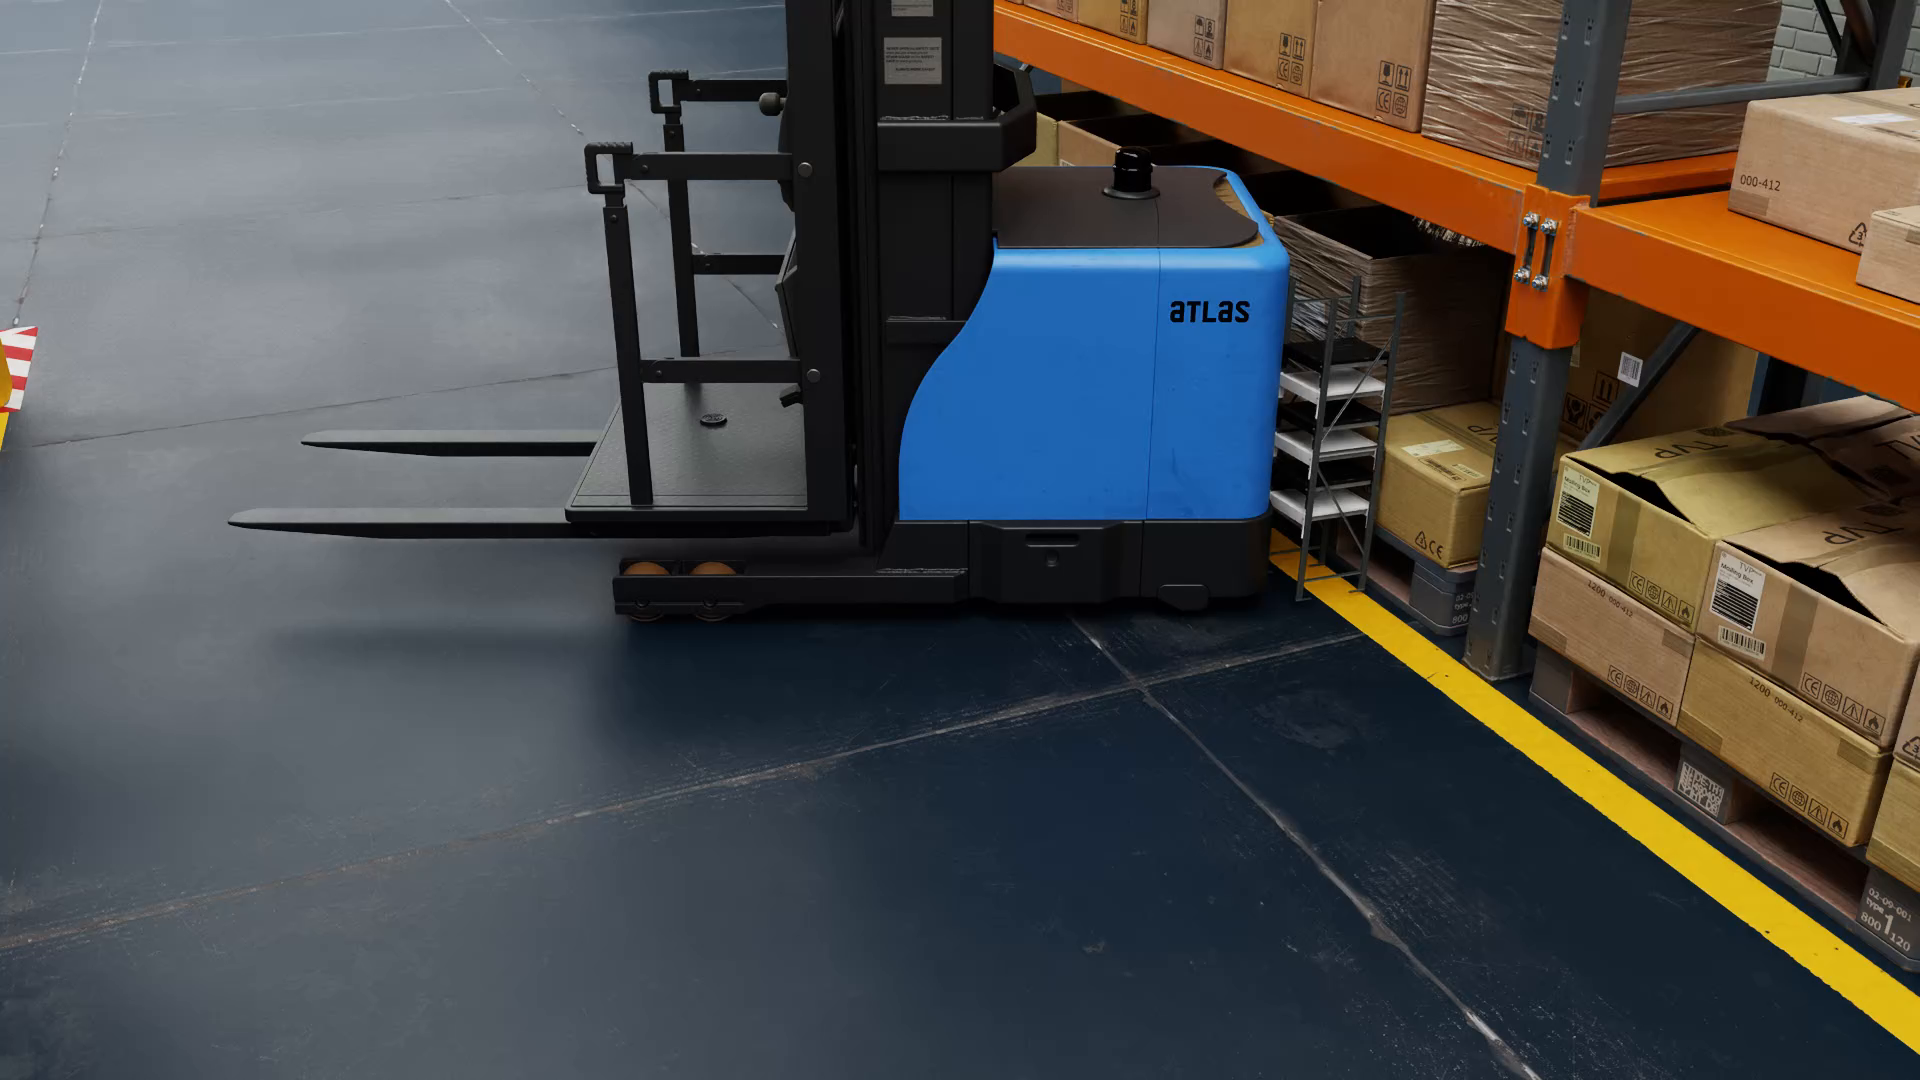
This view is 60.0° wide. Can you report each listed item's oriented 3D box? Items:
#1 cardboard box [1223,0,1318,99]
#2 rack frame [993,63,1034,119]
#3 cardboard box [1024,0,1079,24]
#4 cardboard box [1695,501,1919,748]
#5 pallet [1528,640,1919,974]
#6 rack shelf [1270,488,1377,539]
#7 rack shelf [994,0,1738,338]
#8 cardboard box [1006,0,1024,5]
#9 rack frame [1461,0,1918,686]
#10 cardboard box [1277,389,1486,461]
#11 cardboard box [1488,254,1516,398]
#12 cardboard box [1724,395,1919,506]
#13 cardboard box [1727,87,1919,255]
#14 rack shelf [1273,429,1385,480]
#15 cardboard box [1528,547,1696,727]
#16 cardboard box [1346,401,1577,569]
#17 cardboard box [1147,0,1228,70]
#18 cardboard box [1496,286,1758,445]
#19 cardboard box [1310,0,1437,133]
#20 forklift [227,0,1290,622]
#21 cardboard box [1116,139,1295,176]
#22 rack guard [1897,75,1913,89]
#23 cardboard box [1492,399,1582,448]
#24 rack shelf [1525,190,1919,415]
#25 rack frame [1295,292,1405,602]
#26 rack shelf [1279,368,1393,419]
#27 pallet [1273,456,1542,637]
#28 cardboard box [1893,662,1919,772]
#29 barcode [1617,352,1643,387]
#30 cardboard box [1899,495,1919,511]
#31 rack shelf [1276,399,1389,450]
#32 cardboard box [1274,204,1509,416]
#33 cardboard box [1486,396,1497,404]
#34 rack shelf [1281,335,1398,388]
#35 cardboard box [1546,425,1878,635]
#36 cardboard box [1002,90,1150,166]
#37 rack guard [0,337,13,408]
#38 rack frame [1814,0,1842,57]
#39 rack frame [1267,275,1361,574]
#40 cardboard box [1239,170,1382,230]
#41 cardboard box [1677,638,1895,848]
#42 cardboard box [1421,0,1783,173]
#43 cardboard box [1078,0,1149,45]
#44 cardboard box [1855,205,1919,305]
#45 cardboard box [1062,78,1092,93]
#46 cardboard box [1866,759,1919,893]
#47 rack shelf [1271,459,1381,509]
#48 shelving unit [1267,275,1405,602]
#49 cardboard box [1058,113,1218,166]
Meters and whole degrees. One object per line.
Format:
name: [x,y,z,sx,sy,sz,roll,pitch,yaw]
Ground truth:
cardboard box: [1.272,-1.707,5.214,0.700,0.500,0.500,-10,28,-20]
rack frame: [0.290,-2.684,7.328,1.000,3.000,0.127,-11,28,-21]
cardboard box: [0.671,-2.327,6.483,0.700,0.500,0.500,-10,28,-19]
cardboard box: [1.980,0.138,3.564,0.500,0.311,0.500,-11,28,-21]
pallet: [2.181,0.475,4.037,1.003,0.211,1.213,-11,28,-21]
rack shelf: [1.051,-0.091,4.868,0.258,0.077,0.200,-8,25,-22]
rack shelf: [1.073,-1.553,5.833,1.077,0.370,4.000,-11,28,-21]
cardboard box: [0.461,-2.538,6.916,0.700,0.500,0.500,-11,28,-21]
rack frame: [1.857,-1.069,4.021,1.000,3.000,0.127,-11,28,-21]
cardboard box: [1.287,-0.376,5.256,0.500,0.250,0.500,-11,28,-21]
cardboard box: [1.760,-0.801,5.272,0.500,0.500,0.500,-11,28,-21]
cardboard box: [2.279,-0.160,4.175,0.500,0.311,0.500,-11,28,-21]
cardboard box: [2.090,-0.811,3.662,0.500,0.250,0.500,-9,27,-17]
rack shelf: [1.057,-0.257,4.798,0.258,0.077,0.200,-8,25,-22]
cardboard box: [1.787,0.183,4.111,0.500,0.250,0.500,-11,28,-22]
cardboard box: [1.474,-0.172,4.839,0.500,0.250,0.500,-11,28,-21]
cardboard box: [1.070,-1.914,5.637,0.700,0.500,0.500,-10,28,-19]
cardboard box: [1.963,-0.600,4.861,0.500,0.500,0.500,-11,28,-21]
cardboard box: [1.465,-1.504,4.798,0.700,0.500,0.500,-11,28,-21]
forklift: [-0.625,-1.316,4.605,3.031,2.935,1.130,0,26,0]
cardboard box: [0.880,-1.113,5.912,0.500,0.500,0.500,-11,28,-21]
rack guard: [4.876,-2.383,9.560,1.175,0.500,0.348,-11,28,-21]
cardboard box: [1.954,-0.262,5.022,0.500,0.250,0.500,-11,28,-21]
rack shelf: [2.640,0.061,2.525,1.077,0.370,4.000,-11,28,-21]
rack frame: [1.098,-0.251,4.700,0.240,0.900,0.006,-8,25,-22]
rack shelf: [1.063,-0.423,4.729,0.258,0.077,0.200,-8,25,-22]
pallet: [1.584,-0.144,5.305,1.003,0.211,1.213,-11,28,-21]
cardboard box: [2.184,0.347,3.137,0.500,0.311,0.500,-12,28,-22]
barcode: [1.573,-0.401,3.905,0.001,0.075,0.075,-11,28,-21]
cardboard box: [2.489,0.049,3.747,0.500,0.311,0.500,-10,28,-19]
rack shelf: [1.060,-0.340,4.764,0.258,0.077,0.200,-8,25,-22]
cardboard box: [1.289,-0.713,5.092,0.500,0.500,0.500,-11,28,-21]
cardboard box: [1.763,-0.464,5.438,0.500,0.250,0.500,-11,28,-21]
rack shelf: [1.065,-0.506,4.694,0.258,0.077,0.200,-8,25,-22]
cardboard box: [1.789,-0.065,3.980,0.500,0.311,0.500,-10,28,-20]
cardboard box: [0.493,-1.518,6.741,0.500,0.500,0.500,-11,28,-21]
rack guard: [-4.196,-0.689,6.091,1.175,0.500,0.348,-11,28,-21]
rack frame: [4.847,-3.537,9.075,1.000,3.000,0.127,-11,28,-21]
rack frame: [1.018,-0.325,4.871,0.240,0.900,0.006,-8,25,-22]
cardboard box: [1.090,-0.914,5.504,0.500,0.500,0.500,-11,28,-21]
cardboard box: [1.986,0.390,3.688,0.500,0.250,0.500,-10,28,-19]
cardboard box: [1.677,-1.292,4.364,0.700,0.500,0.500,-11,28,-22]
cardboard box: [0.860,-2.126,6.071,0.700,0.500,0.500,-10,28,-20]
cardboard box: [2.016,-0.563,3.272,0.380,0.149,0.250,-11,28,-21]
cardboard box: [0.774,-1.809,7.336,0.500,0.500,0.500,-11,28,-21]
cardboard box: [2.191,0.598,3.261,0.500,0.250,0.500,-11,28,-22]
rack shelf: [1.054,-0.174,4.833,0.258,0.077,0.200,-8,25,-22]
shelving unit: [1.058,-0.288,4.786,0.258,0.900,0.210,-8,25,-22]
cardboard box: [0.701,-1.318,6.332,0.500,0.500,0.500,-11,28,-21]
